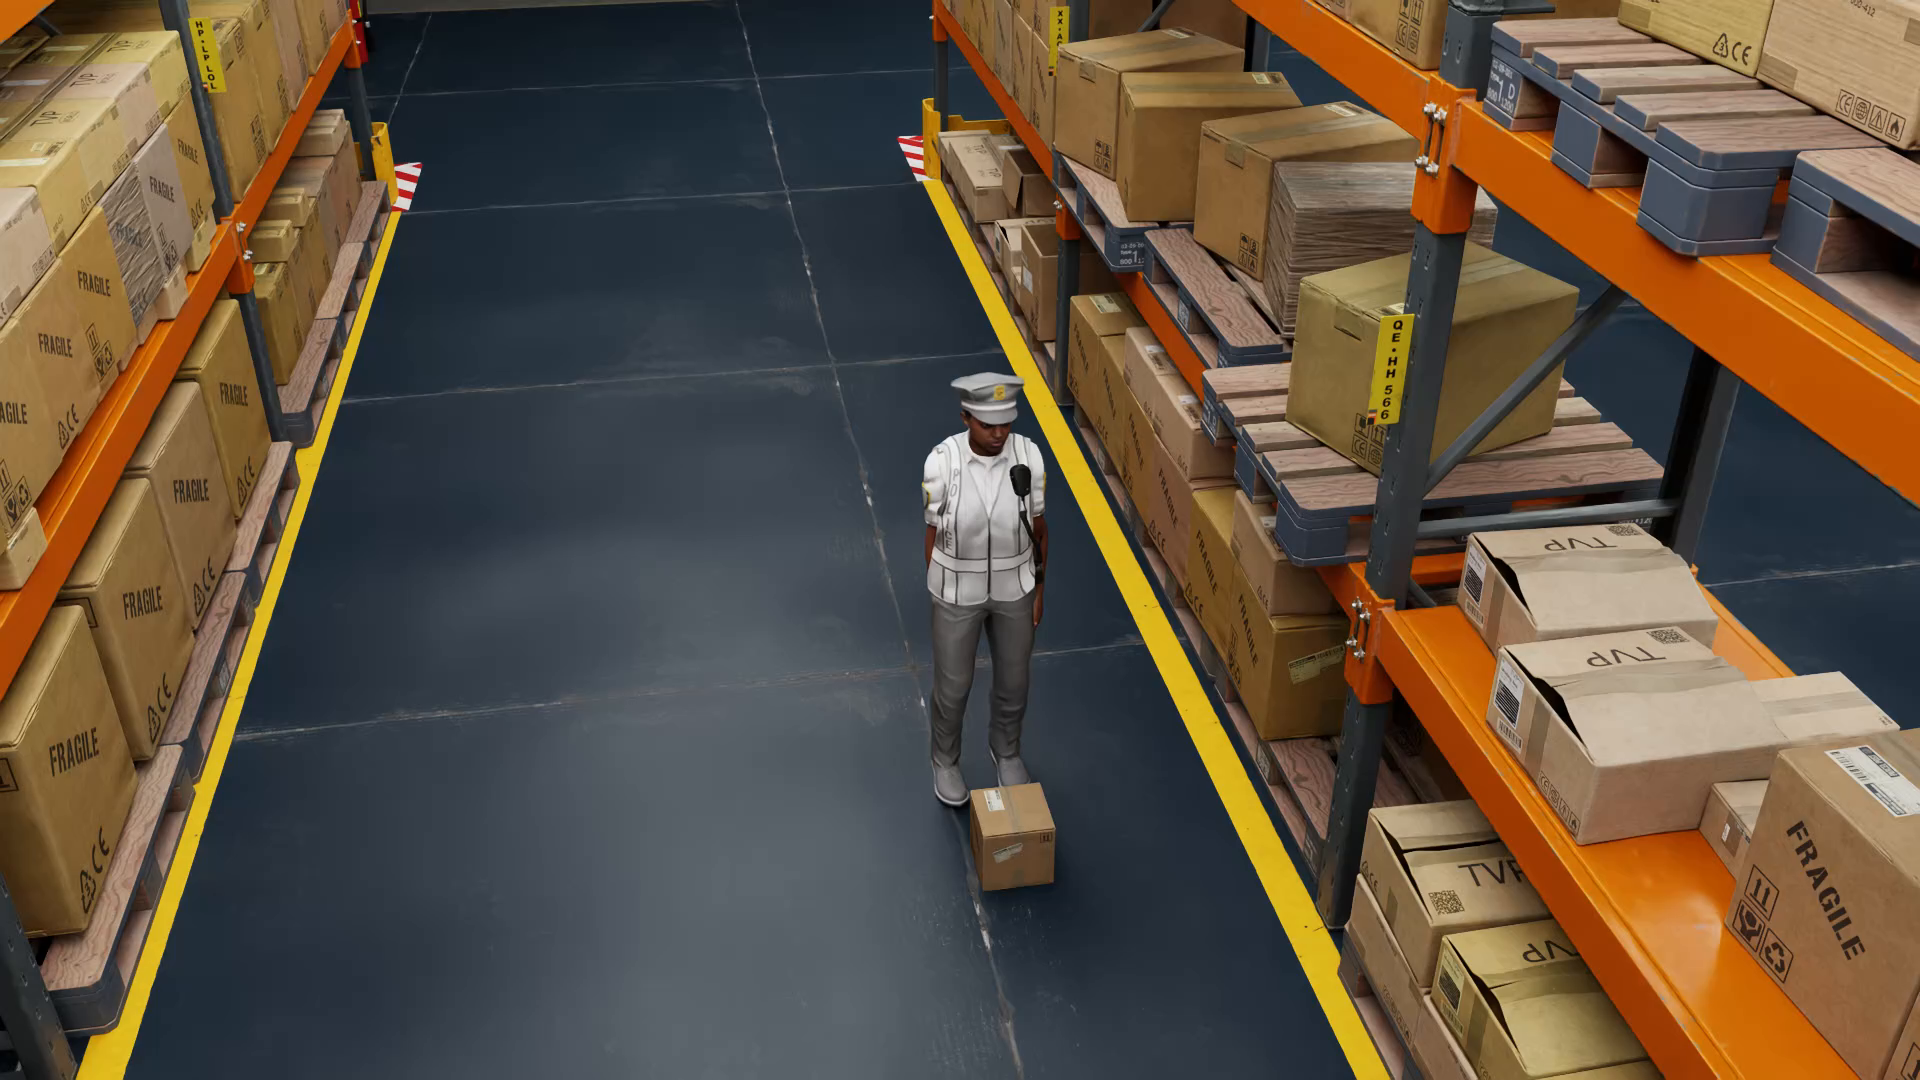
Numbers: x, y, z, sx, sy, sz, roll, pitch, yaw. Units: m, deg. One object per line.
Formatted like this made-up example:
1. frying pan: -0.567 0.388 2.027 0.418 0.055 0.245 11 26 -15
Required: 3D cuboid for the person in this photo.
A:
1. person: 0.095 0.182 5.819 0.436 1.679 0.341 -5 31 -9
